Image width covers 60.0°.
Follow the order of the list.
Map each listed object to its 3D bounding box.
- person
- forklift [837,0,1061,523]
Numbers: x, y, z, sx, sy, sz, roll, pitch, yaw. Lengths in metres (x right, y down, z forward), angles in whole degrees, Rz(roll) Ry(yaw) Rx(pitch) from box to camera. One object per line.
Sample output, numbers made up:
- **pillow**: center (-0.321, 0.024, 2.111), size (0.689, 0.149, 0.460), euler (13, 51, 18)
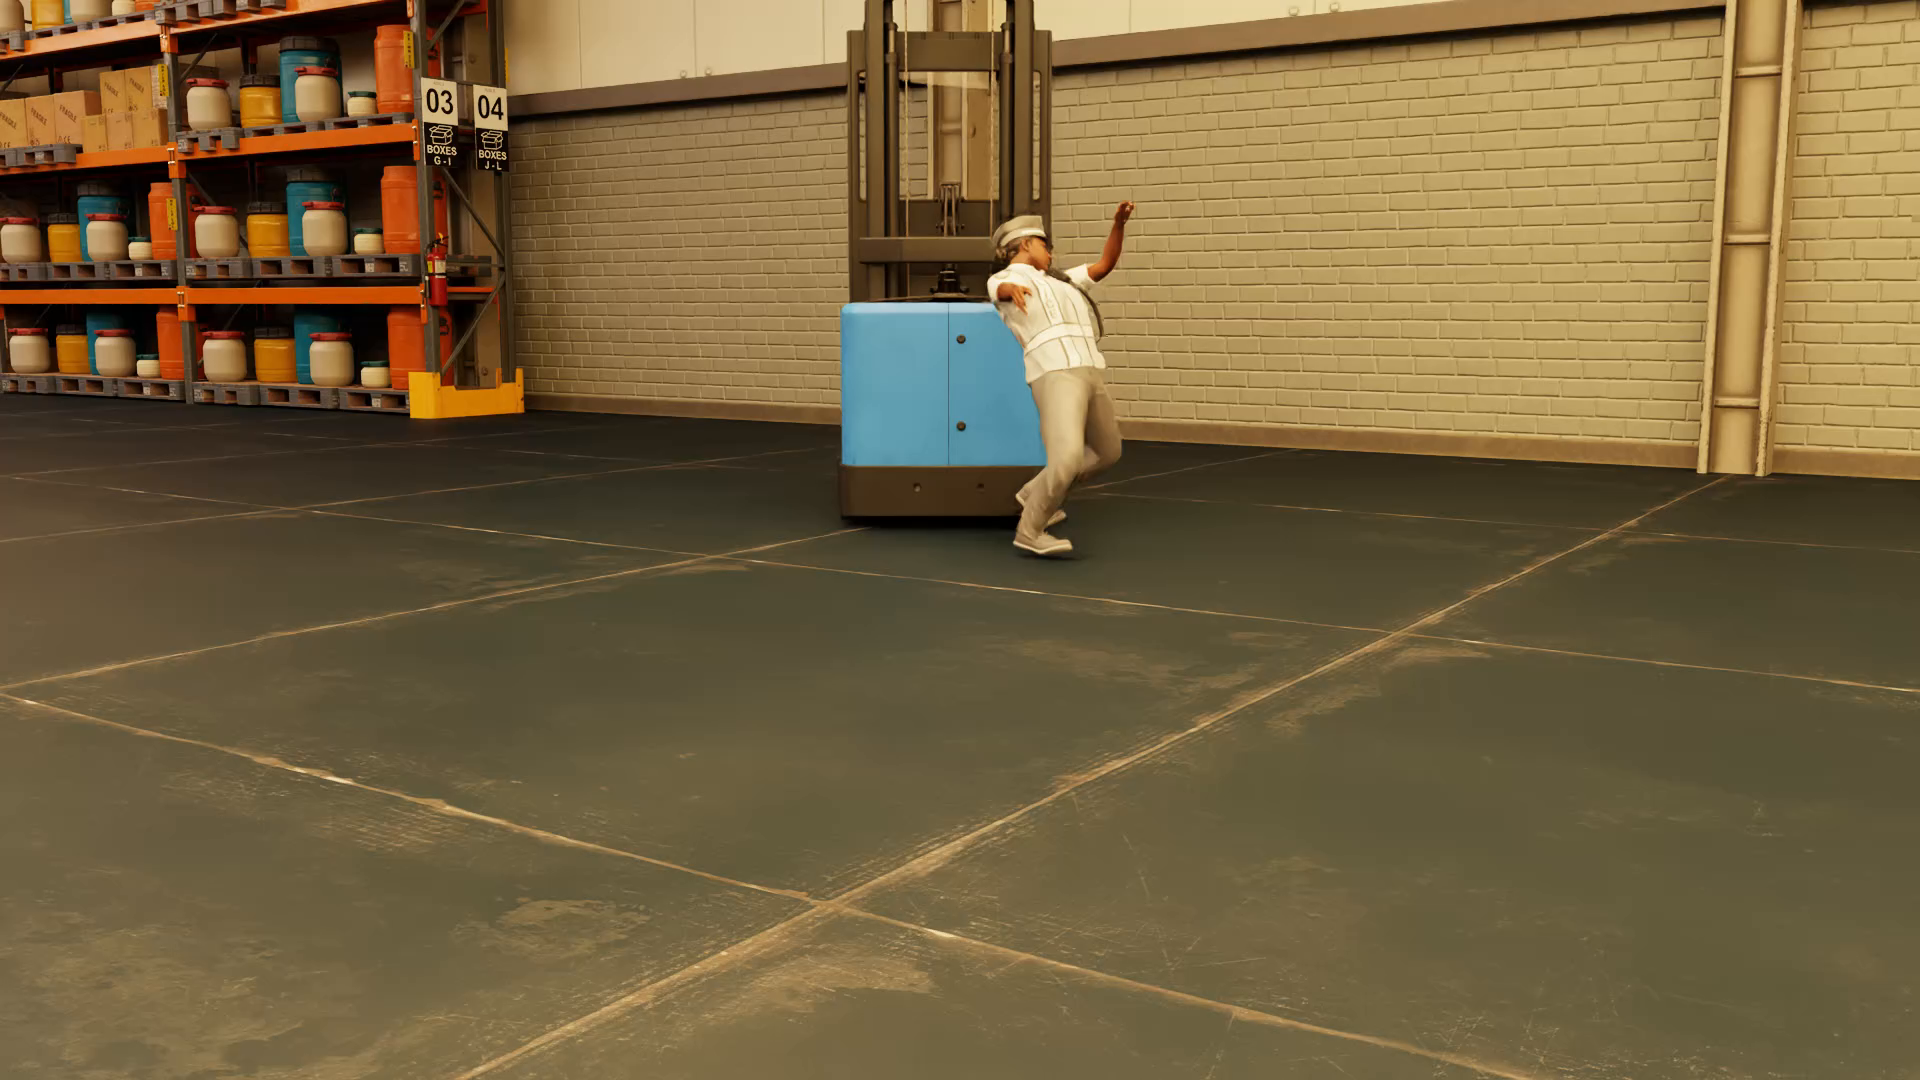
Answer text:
- **person**: center (0.337, -0.678, 7.006), size (0.725, 1.468, 1.015), euler (4, 9, 26)
- **forklift**: center (-0.056, -1.705, 9.182), size (1.130, 2.935, 3.031), euler (0, 8, 0)
